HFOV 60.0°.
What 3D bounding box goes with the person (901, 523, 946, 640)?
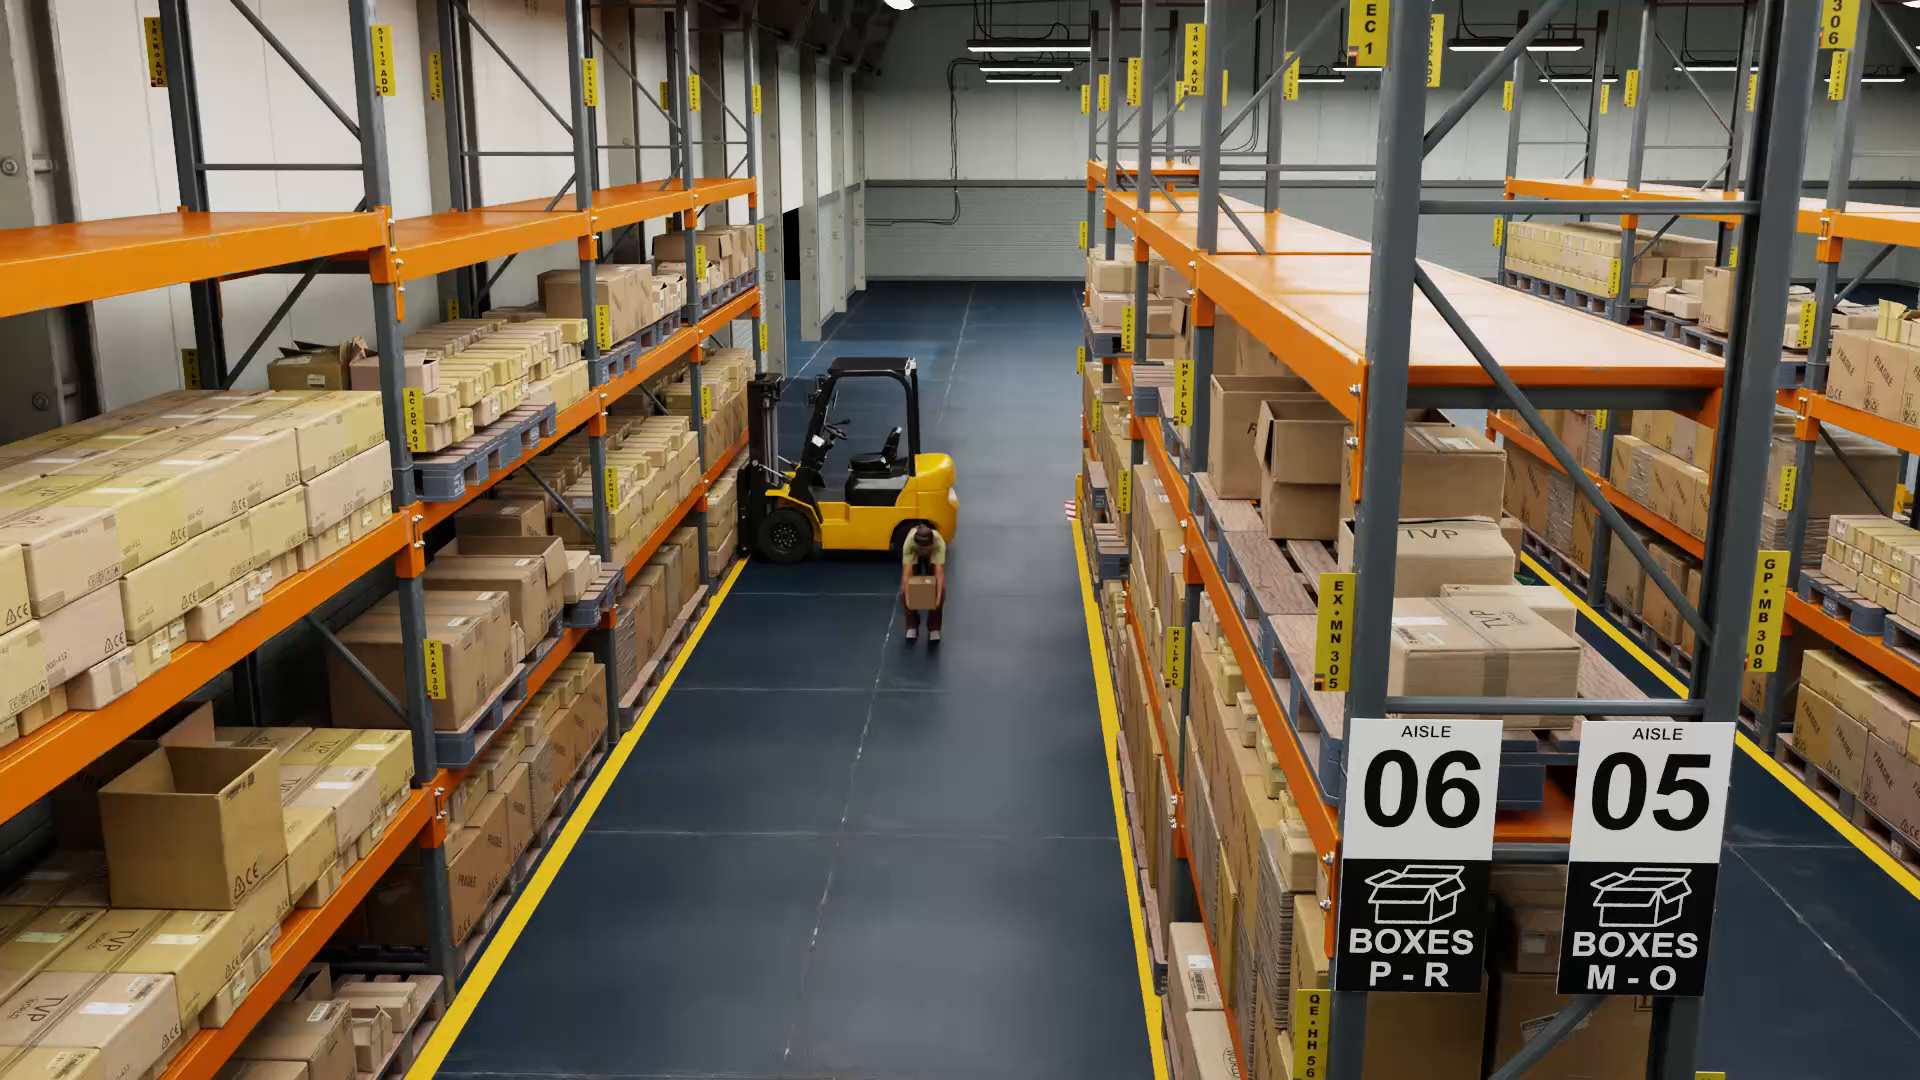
[{"bbox_3d":[-0.342,0.382,15.492,0.428,1.182,0.843,0,14,-1],"label":"person"}]
